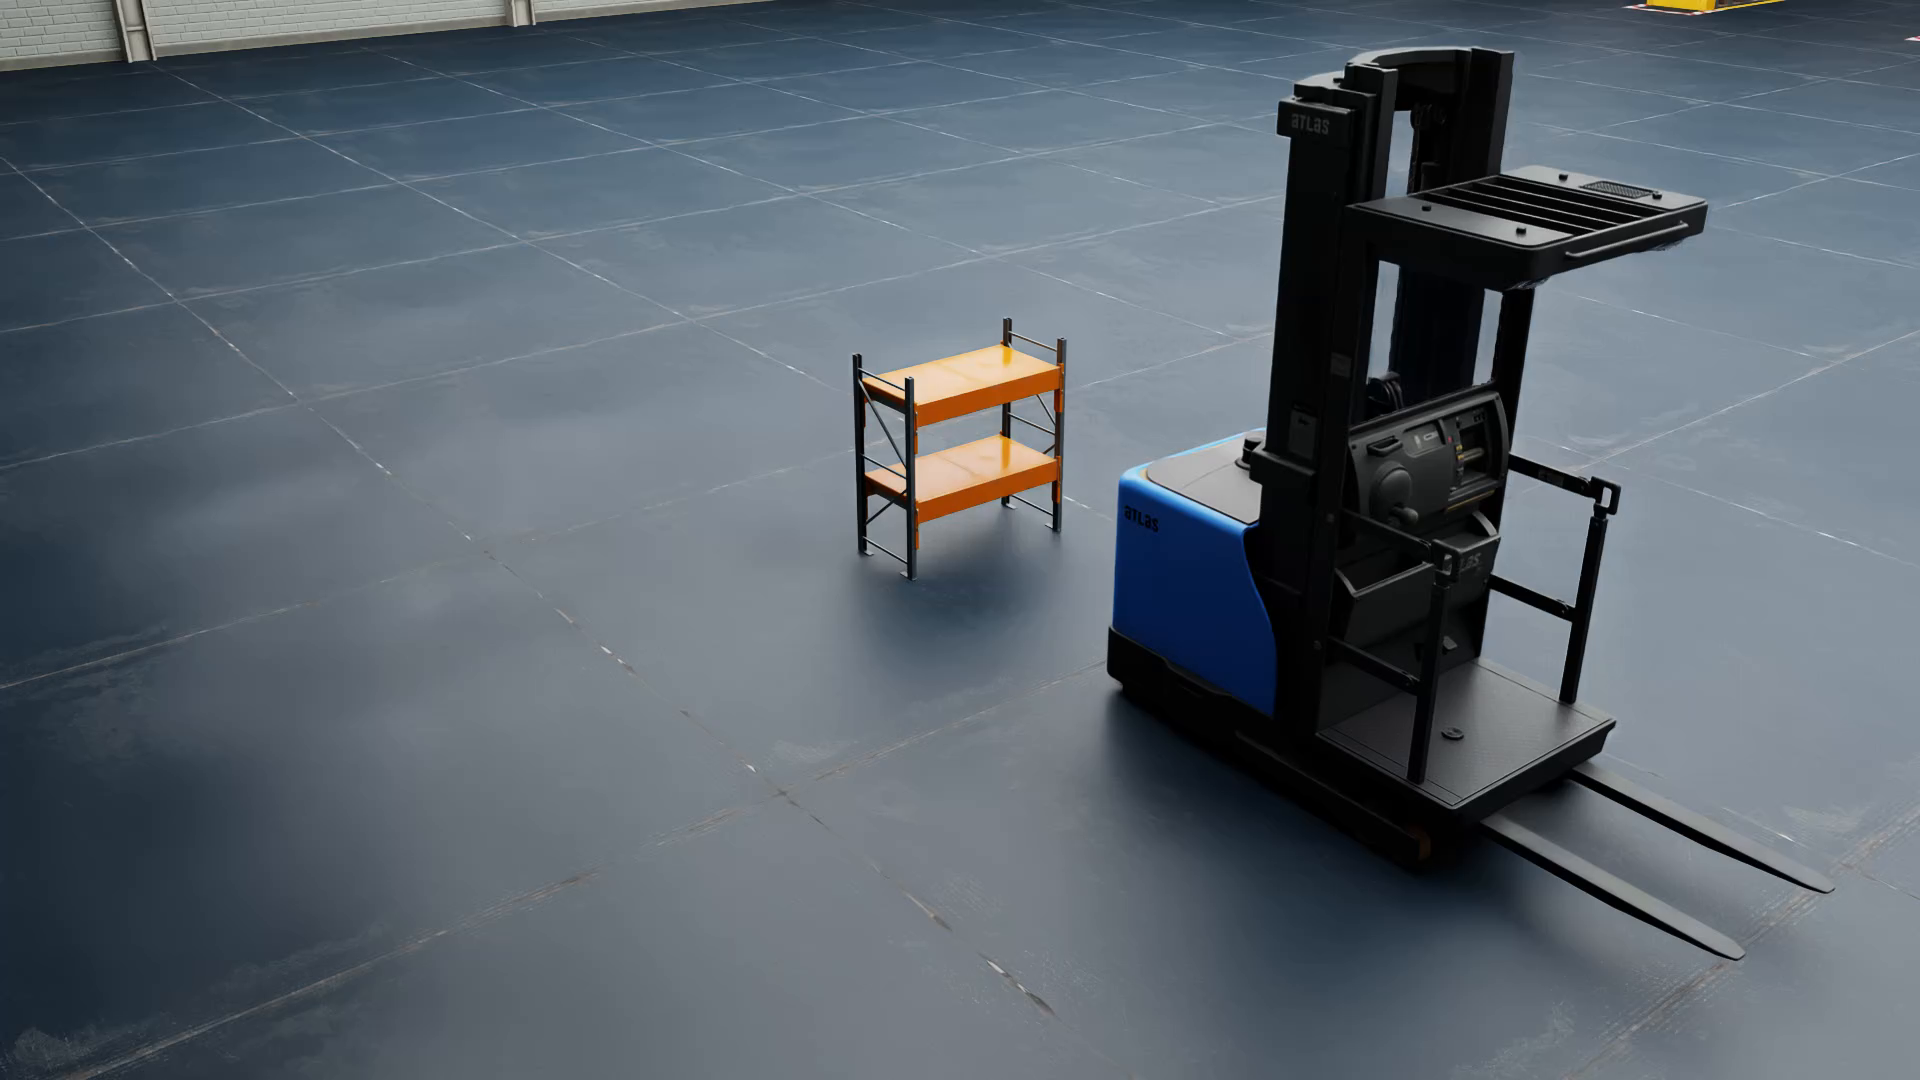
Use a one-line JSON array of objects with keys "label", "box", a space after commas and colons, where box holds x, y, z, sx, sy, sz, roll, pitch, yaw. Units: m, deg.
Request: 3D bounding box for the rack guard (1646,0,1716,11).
[{"label": "rack guard", "box": [12.944, -9.813, 29.800, 0.348, 0.500, 1.175, -18, 31, -34]}]

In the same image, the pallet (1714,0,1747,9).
[{"label": "pallet", "box": [13.587, -9.891, 30.312, 1.213, 0.211, 1.003, -18, 31, -34]}]

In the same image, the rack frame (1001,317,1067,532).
[{"label": "rack frame", "box": [0.405, -0.644, 9.302, 0.032, 1.125, 0.500, -18, 31, -34]}]

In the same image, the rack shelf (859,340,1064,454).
[{"label": "rack shelf", "box": [0.005, -0.777, 8.894, 1.000, 0.278, 0.538, -18, 31, -34]}]

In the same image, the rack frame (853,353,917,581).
[{"label": "rack frame", "box": [-0.395, -0.380, 8.732, 0.032, 1.125, 0.500, -18, 31, -34]}]

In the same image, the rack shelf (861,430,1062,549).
[{"label": "rack shelf", "box": [0.005, -0.290, 9.120, 1.000, 0.278, 0.538, -18, 31, -34]}]

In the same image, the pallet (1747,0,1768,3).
[{"label": "pallet", "box": [14.546, -10.206, 30.991, 1.213, 0.211, 1.003, -18, 31, -34]}]

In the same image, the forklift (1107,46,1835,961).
[{"label": "forklift", "box": [1.982, -0.291, 6.396, 1.130, 2.935, 3.031, -18, 30, -34]}]

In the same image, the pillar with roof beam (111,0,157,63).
[{"label": "pillar with roof beam", "box": [-9.412, -9.723, 19.510, 0.400, 9.000, 9.100, -18, 31, -34]}]

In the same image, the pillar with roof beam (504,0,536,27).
[{"label": "pillar with roof beam", "box": [-4.691, -11.281, 22.868, 0.400, 9.000, 9.100, -18, 31, -34]}]

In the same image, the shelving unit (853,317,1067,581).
[{"label": "shelving unit", "box": [0.005, -0.512, 9.017, 1.048, 1.125, 0.538, -18, 31, -34]}]
